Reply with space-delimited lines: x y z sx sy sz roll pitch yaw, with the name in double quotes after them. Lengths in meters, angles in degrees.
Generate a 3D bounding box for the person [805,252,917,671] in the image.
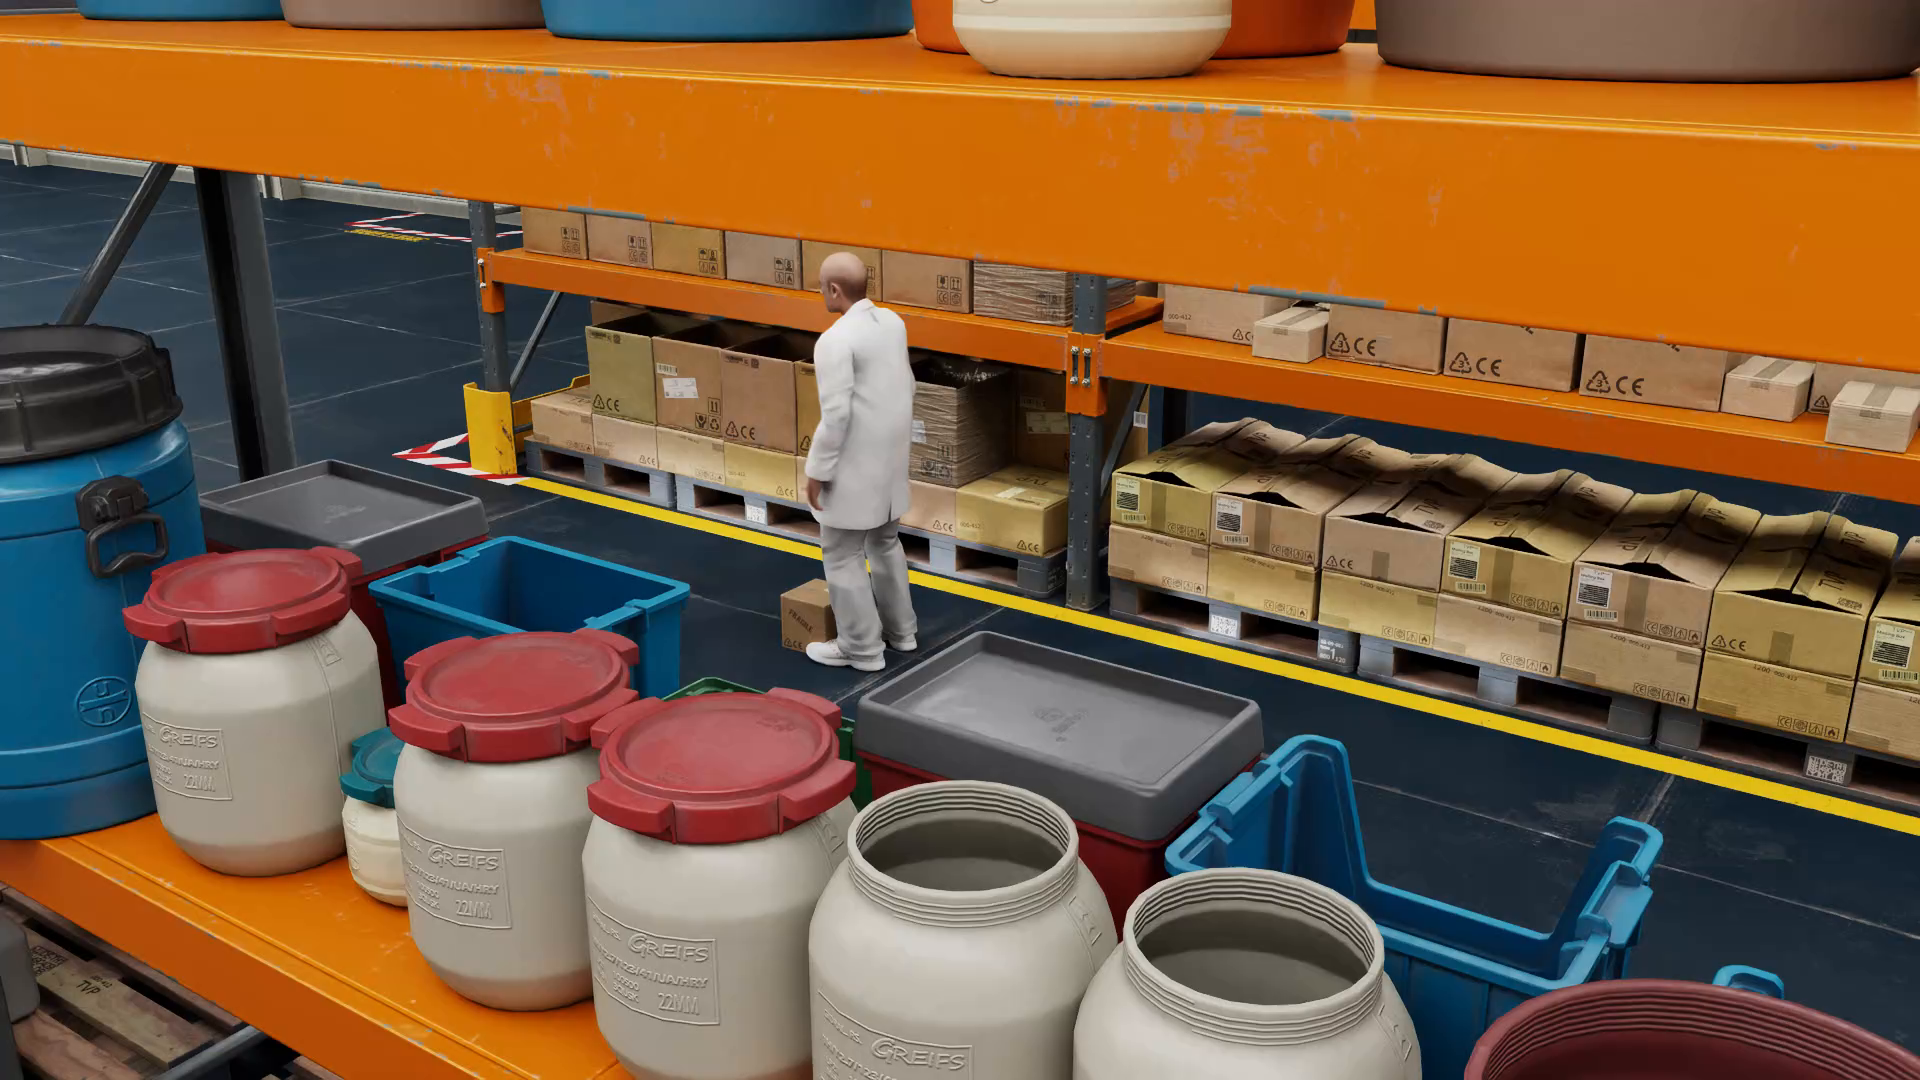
-0.422 -0.325 7.008 0.419 1.775 0.655 12 23 30 "person"
